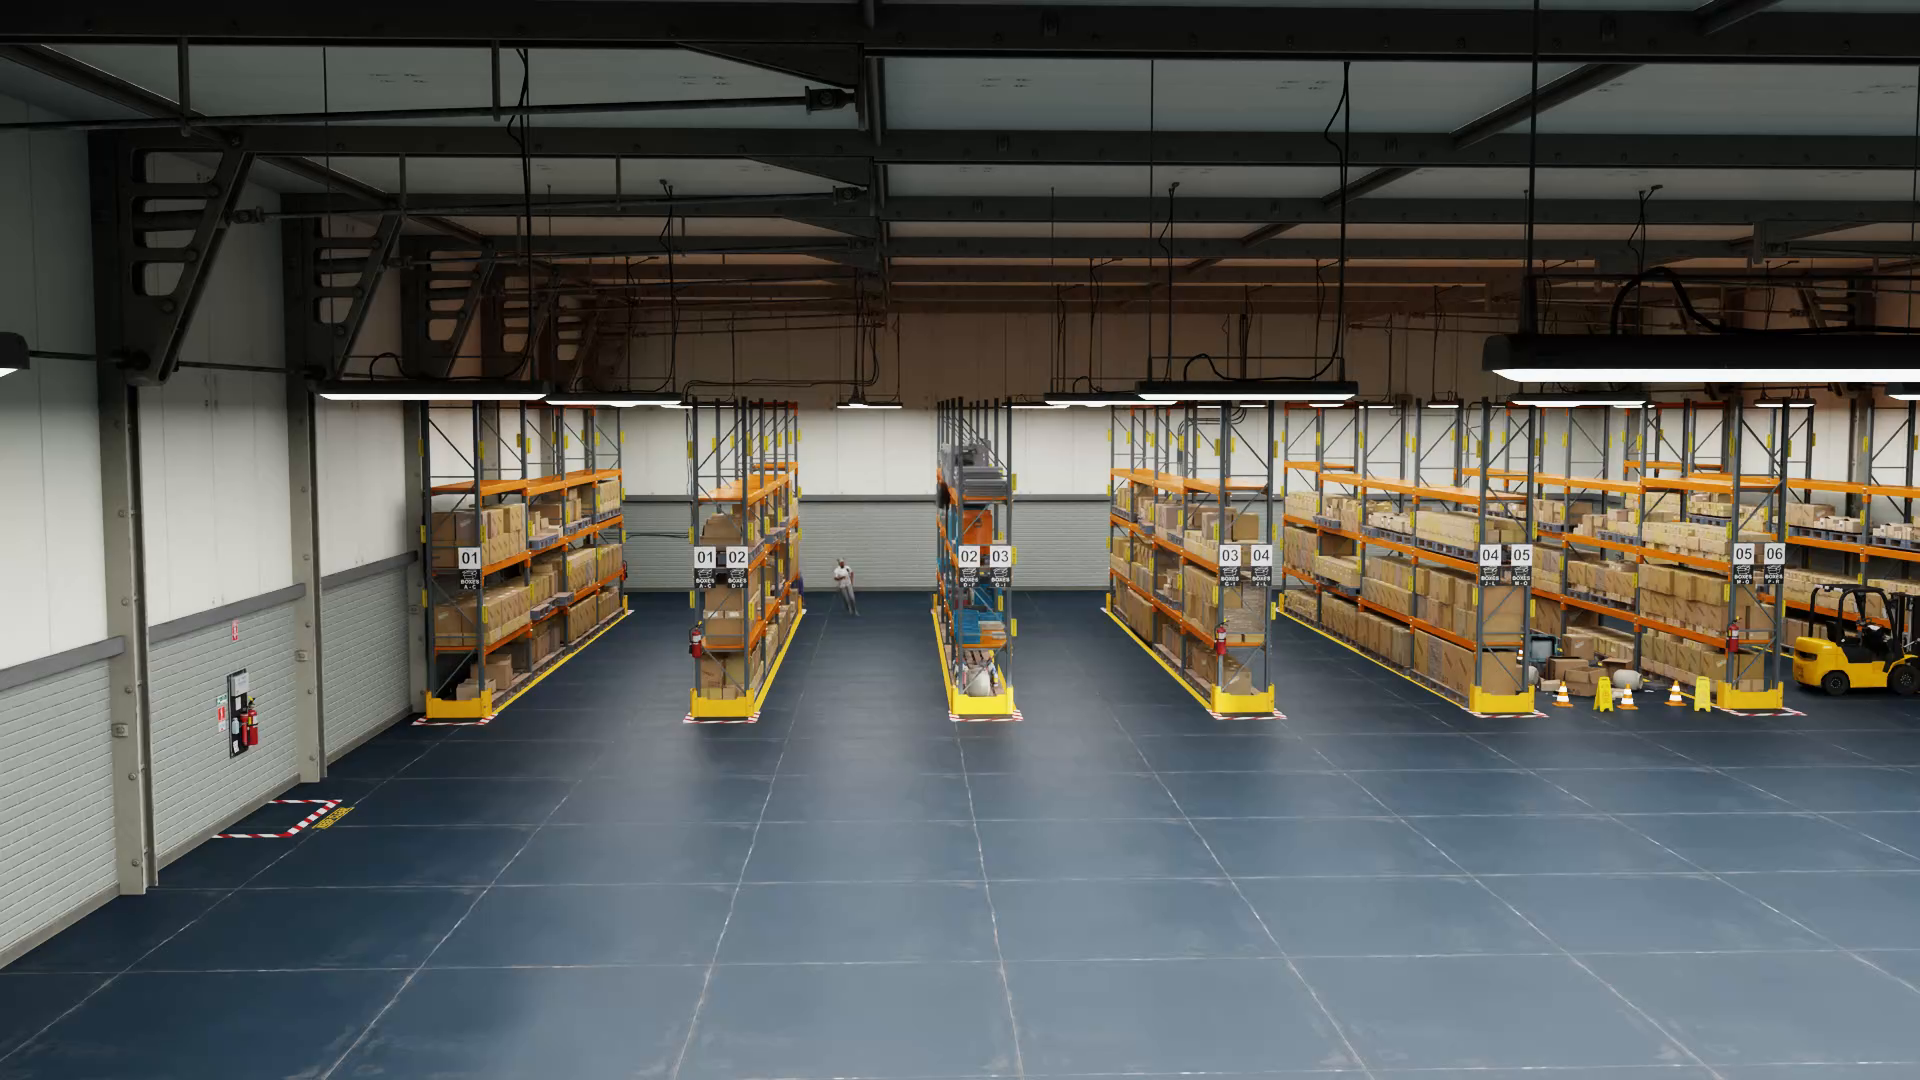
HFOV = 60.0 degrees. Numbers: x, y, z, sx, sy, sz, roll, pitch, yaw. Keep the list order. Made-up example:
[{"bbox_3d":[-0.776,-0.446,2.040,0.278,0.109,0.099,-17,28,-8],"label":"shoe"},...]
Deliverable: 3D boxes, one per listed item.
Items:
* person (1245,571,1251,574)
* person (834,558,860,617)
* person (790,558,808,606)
[{"bbox_3d":[8.211,1.113,48.557,0.673,1.724,0.633,0,4,5],"label":"person"},{"bbox_3d":[-3.199,1.321,46.572,0.704,1.695,0.698,-1,4,-11],"label":"person"},{"bbox_3d":[-4.885,1.099,49.285,0.862,1.641,0.610,4,6,42],"label":"person"}]
